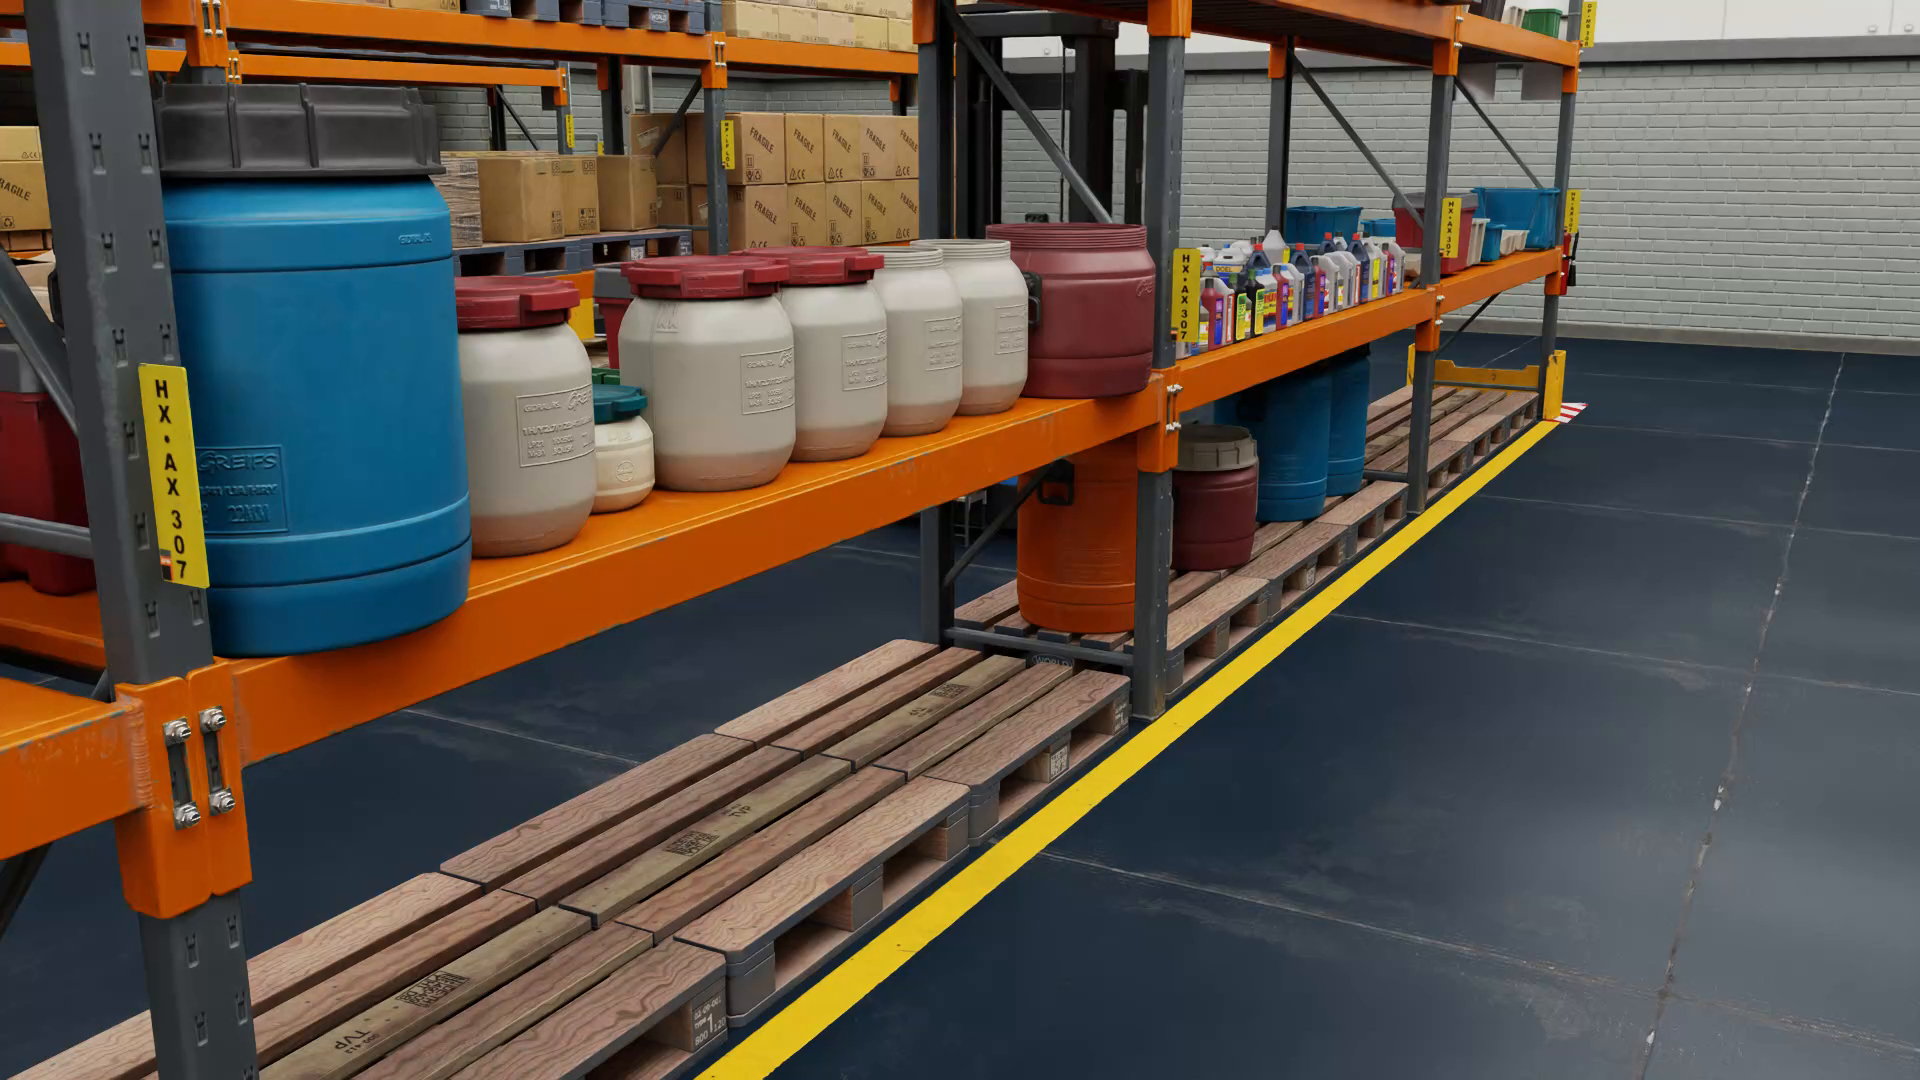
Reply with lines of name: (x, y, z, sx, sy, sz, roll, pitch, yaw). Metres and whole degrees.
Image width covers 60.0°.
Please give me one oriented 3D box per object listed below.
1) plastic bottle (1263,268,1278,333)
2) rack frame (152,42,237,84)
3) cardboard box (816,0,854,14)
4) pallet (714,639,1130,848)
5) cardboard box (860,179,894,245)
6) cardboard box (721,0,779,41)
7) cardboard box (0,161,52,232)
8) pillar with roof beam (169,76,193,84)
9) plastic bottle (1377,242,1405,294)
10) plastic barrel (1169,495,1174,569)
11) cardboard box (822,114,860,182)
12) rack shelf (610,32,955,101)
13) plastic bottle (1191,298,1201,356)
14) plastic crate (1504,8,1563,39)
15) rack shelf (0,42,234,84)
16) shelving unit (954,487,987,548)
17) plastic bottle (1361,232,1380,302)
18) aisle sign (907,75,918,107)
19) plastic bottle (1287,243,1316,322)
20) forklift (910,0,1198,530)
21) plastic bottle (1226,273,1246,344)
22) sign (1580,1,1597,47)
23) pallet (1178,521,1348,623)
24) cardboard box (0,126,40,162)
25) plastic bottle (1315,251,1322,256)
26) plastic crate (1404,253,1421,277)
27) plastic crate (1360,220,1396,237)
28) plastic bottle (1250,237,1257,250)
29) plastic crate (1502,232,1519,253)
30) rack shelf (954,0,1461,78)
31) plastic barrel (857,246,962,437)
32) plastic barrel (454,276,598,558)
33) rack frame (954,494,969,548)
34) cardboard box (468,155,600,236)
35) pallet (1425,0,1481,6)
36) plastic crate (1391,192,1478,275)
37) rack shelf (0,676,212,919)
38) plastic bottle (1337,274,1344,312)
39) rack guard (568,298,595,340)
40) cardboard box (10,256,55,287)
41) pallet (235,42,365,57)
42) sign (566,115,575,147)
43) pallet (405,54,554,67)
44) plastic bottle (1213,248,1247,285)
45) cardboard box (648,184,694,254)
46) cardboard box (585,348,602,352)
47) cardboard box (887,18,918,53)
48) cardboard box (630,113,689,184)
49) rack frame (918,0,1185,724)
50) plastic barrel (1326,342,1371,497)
plastic bottle: (1.329, -1.043, 7.235, 0.097, 0.271, 0.097, 0, 14, 0)
rack frame: (-6.428, -2.786, 14.191, 1.000, 3.000, 0.127, 7, 15, 28)
cardboard box: (-1.146, -4.130, 12.617, 0.500, 0.250, 0.500, 7, 15, 28)
pallet: (-0.098, 0.667, 5.817, 1.003, 0.211, 1.213, 7, 15, 28)
cardboard box: (-0.872, -2.660, 13.455, 0.500, 0.500, 0.500, 7, 15, 27)
cardboard box: (-1.639, -3.683, 11.830, 0.500, 0.250, 0.500, 7, 15, 28)
cardboard box: (-7.156, -2.555, 12.341, 0.500, 0.500, 0.500, 8, 16, 30)
pillar with roof beam: (-3.079, -5.457, 12.467, 9.100, 9.000, 0.400, 7, 15, 28)
plastic bottle: (2.337, -1.486, 9.062, 0.152, 0.276, 0.135, 7, 15, 28)
plastic barrel: (0.727, -0.066, 7.320, 0.421, 0.512, 0.421, 0, 14, 0)
cardboard box: (-1.118, -3.037, 12.882, 0.500, 0.500, 0.500, 7, 15, 26)
rack shelf: (-1.123, -3.745, 13.301, 1.077, 0.370, 4.000, 7, 15, 28)
plastic bottle: (0.883, -0.854, 6.448, 0.097, 0.271, 0.097, 0, 14, 0)
plastic crate: (3.951, -3.605, 11.639, 0.450, 0.188, 0.336, 7, 15, 28)
rack shelf: (-7.395, -3.484, 12.222, 1.077, 0.370, 4.000, 7, 15, 28)
shelving unit: (-0.012, -0.430, 8.899, 0.258, 0.900, 0.210, 7, 15, 27)
plastic bottle: (2.086, -1.414, 8.605, 0.144, 0.351, 0.185, 7, 15, 28)
aisle sign: (-0.381, -4.358, 15.161, 0.394, 0.787, 0.004, 7, 15, 28)
plastic bottle: (1.554, -1.188, 7.667, 0.144, 0.351, 0.185, 7, 15, 28)
forklift: (0.663, -1.765, 10.101, 1.130, 2.935, 3.031, 7, 15, 27)
plastic bottle: (1.131, -0.956, 6.847, 0.061, 0.283, 0.133, 7, 15, 28)
sign: (4.667, -3.833, 12.355, 0.100, 0.325, 0.005, 7, 15, 28)
pallet: (1.246, 0.097, 8.183, 1.003, 0.211, 1.213, 7, 15, 28)
cardboard box: (-7.178, -2.916, 12.238, 0.500, 0.250, 0.500, 7, 15, 27)
plastic bottle: (1.798, -1.316, 8.365, 0.097, 0.271, 0.097, 0, 14, 0)
plastic crate: (2.594, -1.644, 9.888, 0.396, 0.136, 0.243, 7, 15, 28)
plastic crate: (2.989, -2.087, 11.520, 0.416, 0.233, 0.300, 7, 15, 28)
plastic bottle: (1.629, -1.553, 9.324, 0.061, 0.283, 0.133, 7, 15, 28)
plastic crate: (3.789, -2.140, 11.944, 0.396, 0.136, 0.243, 7, 15, 28)
rack shelf: (1.277, -2.362, 7.566, 1.077, 0.370, 4.000, 7, 15, 28)
plastic barrel: (-0.204, -0.576, 4.784, 0.421, 0.512, 0.421, 0, 14, 0)
plastic barrel: (-0.969, -0.260, 3.422, 0.433, 0.535, 0.433, 0, 14, 0)
rack frame: (-0.059, -0.409, 8.811, 0.240, 0.900, 0.006, 7, 15, 27)
cardboard box: (-2.792, -2.258, 10.892, 0.700, 0.500, 0.500, 10, 17, 37)
pallet: (1.951, -2.858, 8.493, 1.213, 0.211, 1.003, 7, 15, 28)
plastic crate: (2.895, -1.879, 10.162, 0.402, 0.464, 0.583, 7, 15, 28)
rack shelf: (-2.590, 0.737, 1.109, 1.077, 0.370, 4.000, 7, 15, 28)
plastic bottle: (1.819, -1.217, 8.105, 0.097, 0.201, 0.097, 0, 14, 0)
rack guard: (-4.483, -2.397, 17.908, 1.175, 0.500, 0.348, 7, 15, 28)
cardboard box: (-4.626, -1.200, 7.802, 0.500, 0.311, 0.500, 7, 15, 27)
pallet: (-6.024, -4.368, 14.541, 1.003, 0.211, 1.213, 7, 15, 28)
sign: (-4.026, -4.221, 17.165, 0.100, 0.325, 0.005, 7, 15, 28)
pallet: (-4.844, -4.869, 16.618, 1.003, 0.211, 1.213, 7, 15, 28)
plastic bottle: (1.372, -1.345, 8.475, 0.152, 0.276, 0.135, 7, 15, 28)
cardboard box: (-2.073, -2.406, 12.400, 0.500, 0.500, 0.500, 8, 16, 29)
cardboard box: (-2.786, -1.042, 11.351, 0.500, 0.500, 0.500, 8, 16, 29)
cardboard box: (-0.656, -4.091, 13.523, 0.500, 0.250, 0.500, 7, 15, 28)
cardboard box: (-2.072, -2.894, 12.289, 0.500, 0.500, 0.500, 7, 15, 28)
rack frame: (0.310, -0.843, 6.131, 1.000, 3.000, 0.127, 7, 15, 28)
plastic barrel: (1.966, -0.738, 9.277, 0.600, 0.901, 0.708, 7, 15, 28)
